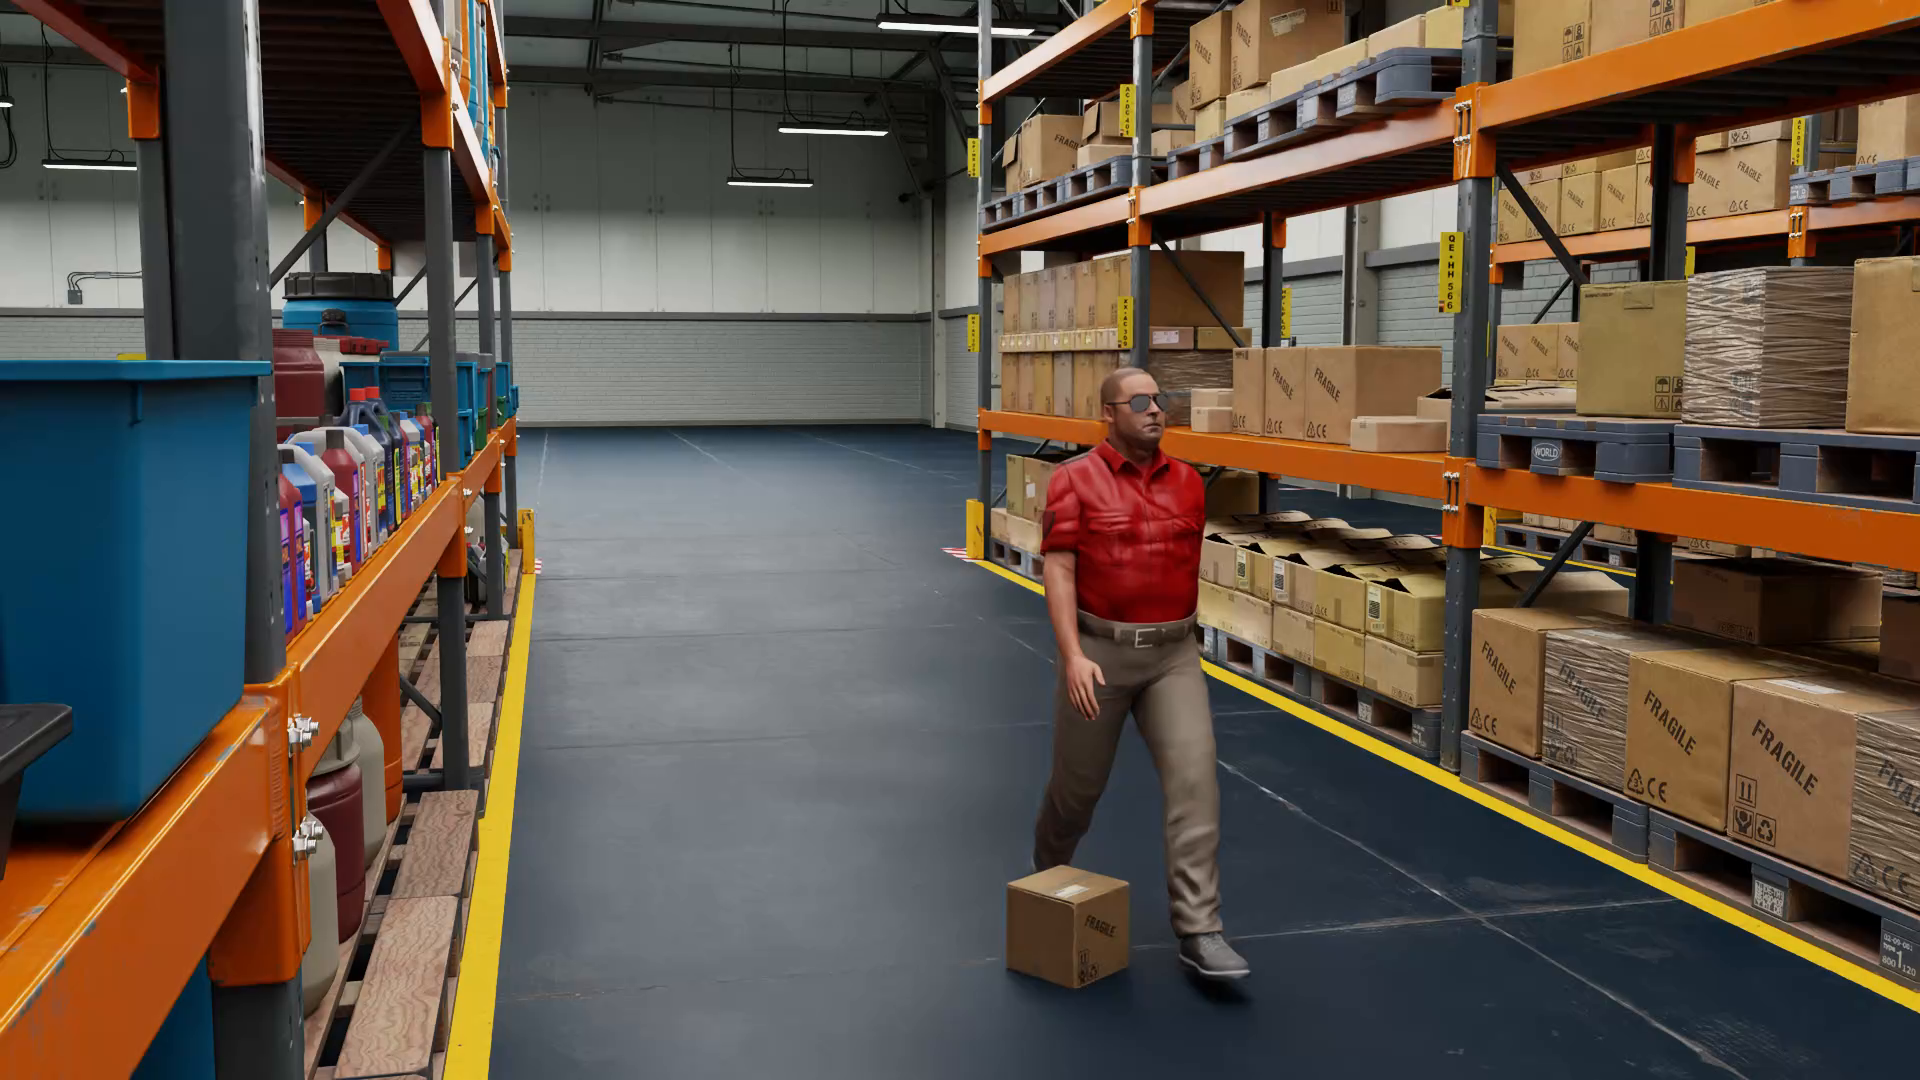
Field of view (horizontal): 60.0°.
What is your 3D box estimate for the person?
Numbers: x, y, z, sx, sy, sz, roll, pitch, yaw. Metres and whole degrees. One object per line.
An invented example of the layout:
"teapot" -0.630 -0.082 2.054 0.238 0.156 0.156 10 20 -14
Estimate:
"person" 0.492 0.343 4.799 0.531 1.675 1.043 -2 6 -15
